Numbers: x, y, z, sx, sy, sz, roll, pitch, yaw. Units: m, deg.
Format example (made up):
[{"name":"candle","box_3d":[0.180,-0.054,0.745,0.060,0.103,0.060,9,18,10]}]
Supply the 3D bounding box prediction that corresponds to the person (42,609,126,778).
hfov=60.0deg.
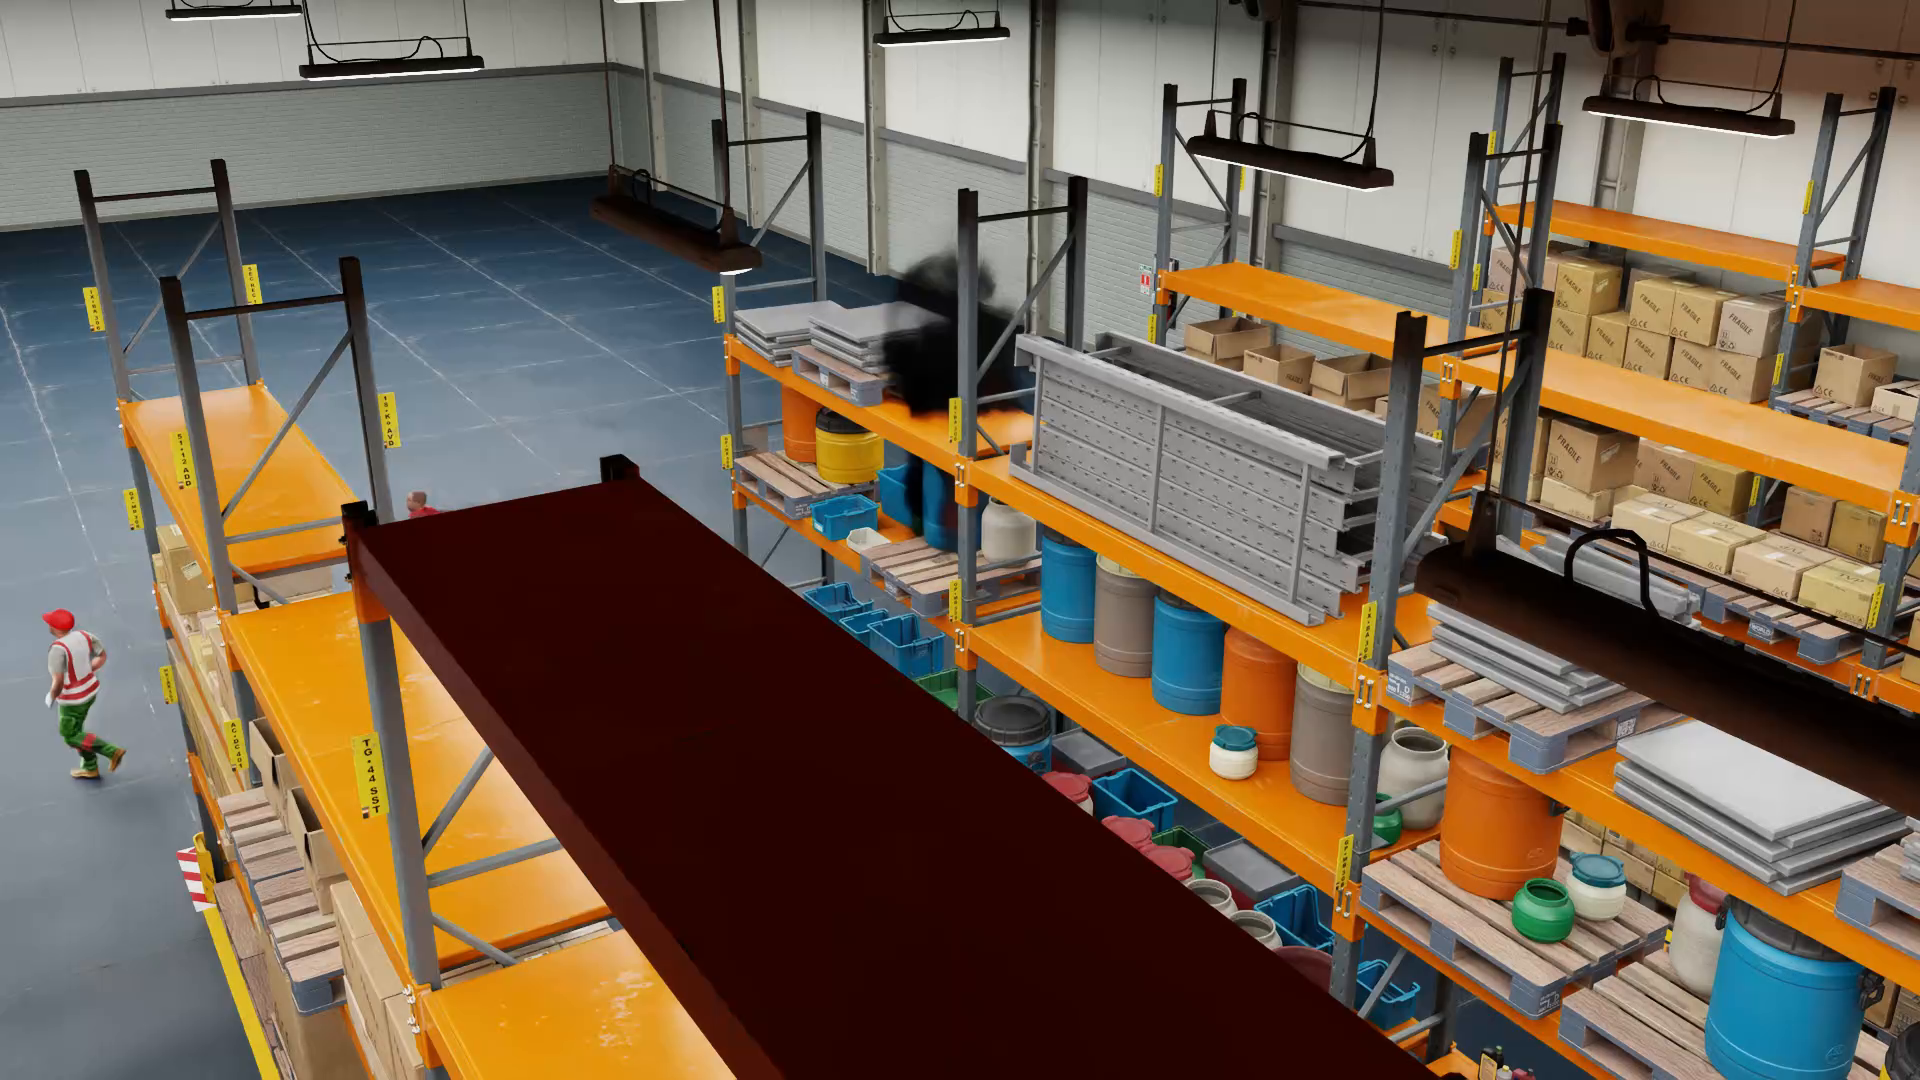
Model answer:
[{"name":"person","box_3d":[-8.137,1.449,15.455,0.687,1.749,0.682,3,22,7]}]

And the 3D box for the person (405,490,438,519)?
[{"name":"person","box_3d":[-5.914,0.240,18.537,0.626,1.704,0.672,-2,22,-4]}]
